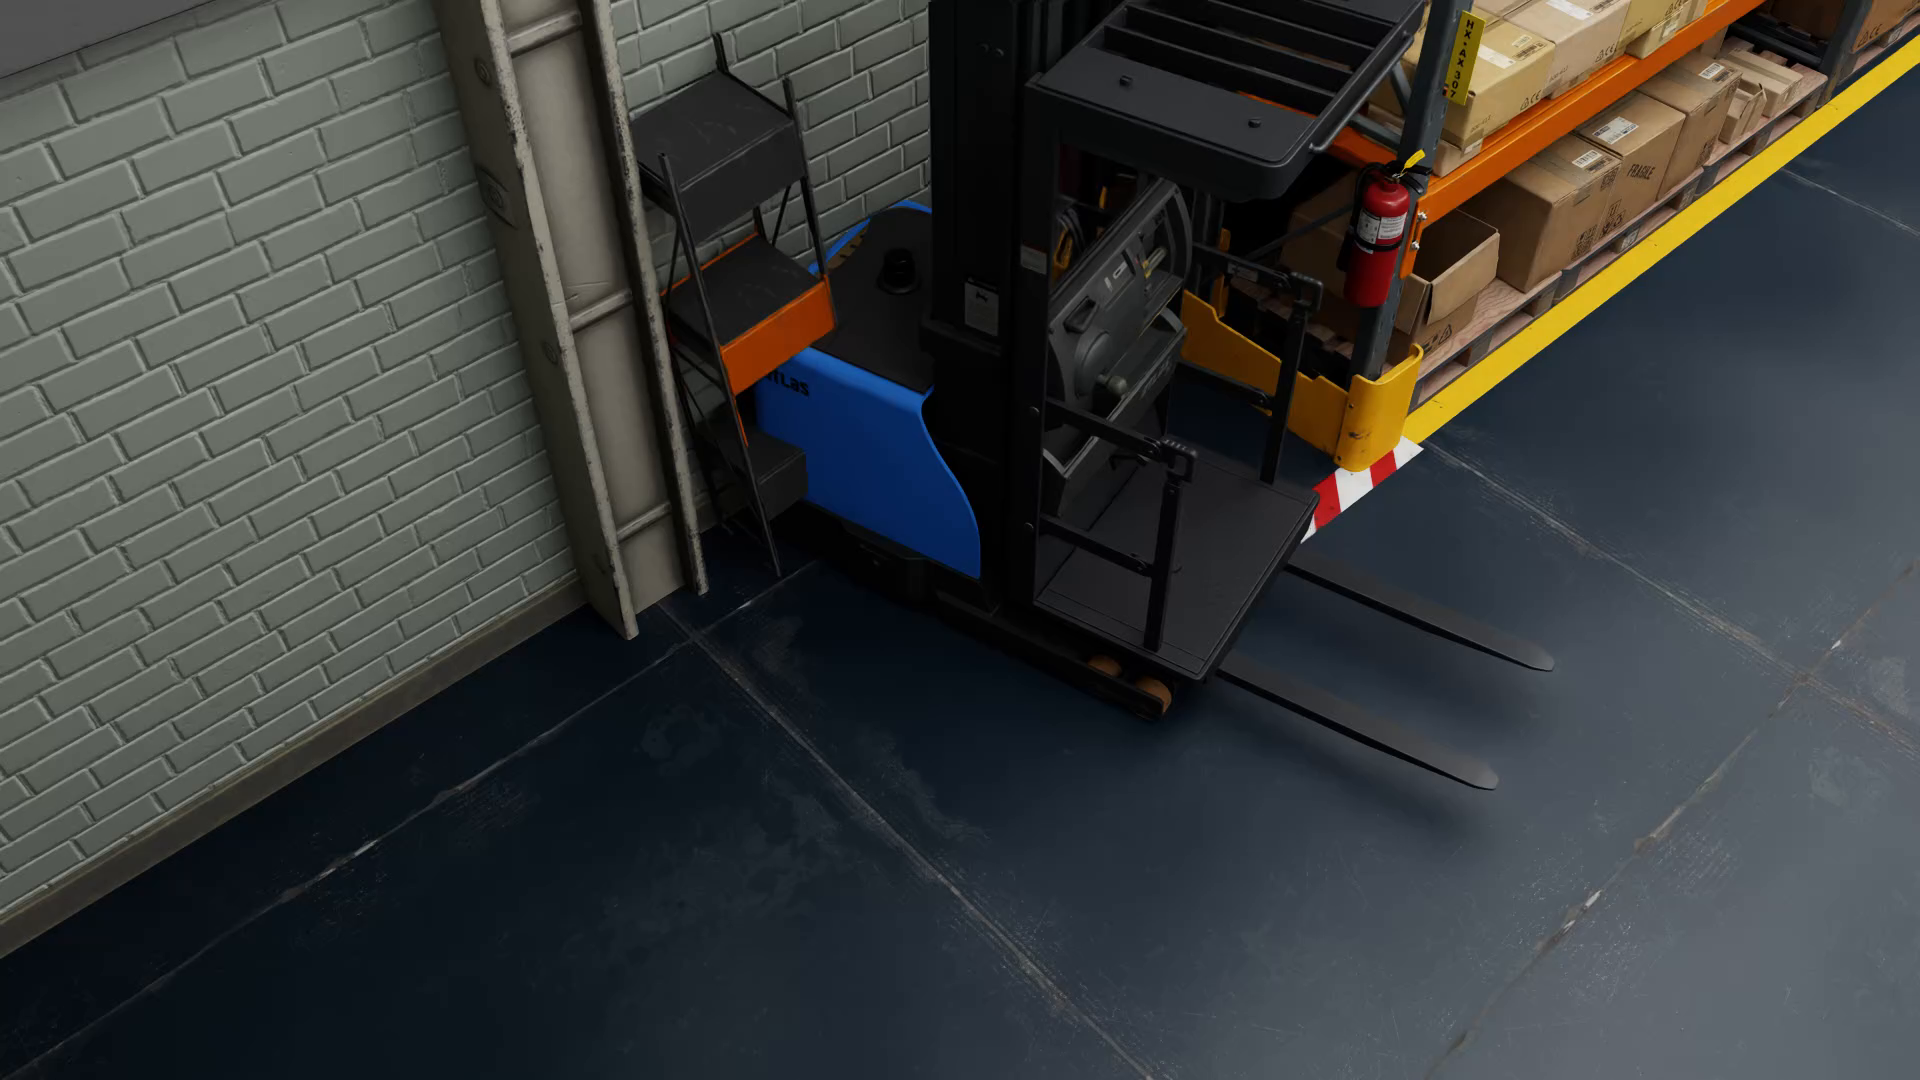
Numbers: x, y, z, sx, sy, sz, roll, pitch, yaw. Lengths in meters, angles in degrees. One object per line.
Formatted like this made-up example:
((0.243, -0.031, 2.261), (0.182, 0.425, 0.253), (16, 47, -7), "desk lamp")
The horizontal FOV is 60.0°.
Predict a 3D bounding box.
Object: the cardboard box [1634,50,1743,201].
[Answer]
((3.299, -2.111, 8.125), (0.500, 0.500, 0.700), (-36, 57, -28), "cardboard box")

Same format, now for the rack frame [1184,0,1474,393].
((1.356, -1.651, 6.285), (0.127, 3.000, 1.000), (-34, 56, -27), "rack frame")

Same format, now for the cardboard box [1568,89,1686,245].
((2.990, -1.805, 7.842), (0.500, 0.500, 0.500), (-33, 55, -27), "cardboard box")

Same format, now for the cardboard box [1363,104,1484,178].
((1.784, -1.579, 6.390), (0.250, 0.149, 0.380), (-34, 56, -27), "cardboard box")

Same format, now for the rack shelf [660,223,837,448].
((-0.760, -0.742, 6.037), (0.480, 0.518, 0.431), (-38, 57, -22), "rack shelf")

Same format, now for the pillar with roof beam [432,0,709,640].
((1.651, -0.501, 1.143), (0.400, 9.000, 9.100), (-34, 56, -27), "pillar with roof beam")

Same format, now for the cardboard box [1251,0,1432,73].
((1.518, -2.072, 6.574), (0.500, 0.250, 0.500), (-32, 55, -26), "cardboard box")

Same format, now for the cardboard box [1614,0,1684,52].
((2.619, -2.280, 6.766), (0.500, 0.250, 0.500), (-35, 56, -28), "cardboard box")

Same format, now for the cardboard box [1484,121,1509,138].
((1.941, -1.730, 6.529), (0.250, 0.149, 0.380), (-32, 55, -26), "cardboard box")

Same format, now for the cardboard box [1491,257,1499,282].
((2.213, -1.266, 7.584), (0.250, 0.149, 0.380), (-36, 57, -28), "cardboard box")

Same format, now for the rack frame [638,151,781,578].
((-0.940, -0.612, 5.934), (0.015, 2.100, 0.400), (-38, 57, -22), "rack frame")

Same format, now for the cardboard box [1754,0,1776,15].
((4.480, -3.327, 9.247), (0.500, 0.500, 0.500), (-34, 56, -27), "cardboard box")

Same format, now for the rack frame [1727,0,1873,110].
((4.316, -3.628, 8.110), (0.127, 3.000, 1.000), (-34, 56, -27), "rack frame")

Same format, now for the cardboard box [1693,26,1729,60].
((3.668, -2.661, 8.761), (0.500, 0.311, 0.500), (-32, 55, -26), "cardboard box")

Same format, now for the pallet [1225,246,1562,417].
((2.002, -1.137, 7.709), (1.213, 0.211, 1.003), (-34, 56, -27), "pallet")

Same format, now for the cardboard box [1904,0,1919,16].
((5.212, -3.308, 9.230), (0.500, 0.500, 0.500), (-34, 56, -28), "cardboard box")

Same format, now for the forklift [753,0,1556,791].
((0.723, -0.777, 5.526), (3.031, 2.935, 1.130), (24, 52, 21), "forklift")

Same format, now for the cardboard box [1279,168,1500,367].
((1.873, -1.197, 7.280), (0.637, 0.503, 0.797), (-36, 57, -28), "cardboard box")

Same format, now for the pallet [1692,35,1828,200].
((3.807, -2.344, 8.822), (1.213, 0.211, 1.003), (-34, 56, -27), "pallet")

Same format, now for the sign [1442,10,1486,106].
((1.721, -1.649, 5.695), (0.005, 0.325, 0.100), (-34, 56, -27), "sign")

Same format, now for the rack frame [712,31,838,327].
((-0.583, -0.889, 6.118), (0.015, 2.100, 0.400), (-38, 57, -22), "rack frame")

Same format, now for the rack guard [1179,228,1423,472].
((1.412, -0.840, 7.239), (0.348, 0.500, 1.175), (-34, 56, -27), "rack guard")

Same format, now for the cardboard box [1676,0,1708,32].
((2.952, -2.330, 7.083), (0.250, 0.149, 0.380), (-33, 55, -26), "cardboard box")

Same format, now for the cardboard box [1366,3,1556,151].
((1.873, -1.778, 6.303), (0.500, 0.250, 0.500), (-33, 56, -27), "cardboard box")

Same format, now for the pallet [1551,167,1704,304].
((2.904, -1.737, 8.263), (1.213, 0.211, 1.003), (-34, 56, -27), "pallet")

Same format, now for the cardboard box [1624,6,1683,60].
((2.771, -2.189, 6.953), (0.250, 0.149, 0.380), (-35, 56, -28), "cardboard box")

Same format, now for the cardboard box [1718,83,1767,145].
((3.837, -2.232, 8.396), (0.258, 0.266, 0.396), (-32, 55, -26), "cardboard box")

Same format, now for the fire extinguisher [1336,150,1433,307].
((1.558, -1.174, 6.152), (0.183, 0.674, 0.296), (-34, 56, -27), "fire extinguisher")

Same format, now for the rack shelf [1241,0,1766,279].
((2.836, -2.395, 7.462), (4.000, 0.370, 1.077), (-34, 56, -27), "rack shelf")

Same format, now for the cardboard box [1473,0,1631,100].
((2.246, -2.028, 6.533), (0.500, 0.250, 0.500), (-33, 55, -27), "cardboard box")

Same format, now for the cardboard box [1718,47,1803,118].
((4.101, -2.369, 8.602), (0.250, 0.149, 0.380), (-35, 56, -28), "cardboard box")

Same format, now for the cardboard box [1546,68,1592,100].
((2.340, -1.970, 6.751), (0.250, 0.149, 0.380), (-32, 55, -26), "cardboard box")

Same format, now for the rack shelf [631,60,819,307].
((-0.816, -1.176, 5.491), (0.480, 0.518, 0.431), (-38, 57, -22), "rack shelf")

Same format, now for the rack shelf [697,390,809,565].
((-0.704, -0.308, 6.583), (0.480, 0.518, 0.431), (-38, 57, -22), "rack shelf")

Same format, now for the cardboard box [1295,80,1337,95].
((1.421, -1.875, 6.663), (0.250, 0.149, 0.380), (-34, 56, -28), "cardboard box")

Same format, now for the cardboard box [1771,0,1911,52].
((4.825, -3.040, 8.982), (0.500, 0.500, 0.500), (-31, 55, -26), "cardboard box")

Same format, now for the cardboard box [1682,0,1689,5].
((2.983, -2.545, 7.010), (0.500, 0.250, 0.500), (-35, 56, -28), "cardboard box")

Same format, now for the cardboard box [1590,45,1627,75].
((2.533, -2.104, 6.875), (0.250, 0.149, 0.380), (-33, 55, -27), "cardboard box")

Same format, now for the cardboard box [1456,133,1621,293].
((2.531, -1.598, 7.651), (0.500, 0.500, 0.700), (-32, 55, -26), "cardboard box")

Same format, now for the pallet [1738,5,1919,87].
((4.892, -3.105, 9.525), (1.213, 0.211, 1.003), (-34, 56, -27), "pallet")

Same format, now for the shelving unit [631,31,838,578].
((-0.761, -0.751, 6.026), (0.503, 2.100, 0.431), (-38, 57, -22), "shelving unit")
